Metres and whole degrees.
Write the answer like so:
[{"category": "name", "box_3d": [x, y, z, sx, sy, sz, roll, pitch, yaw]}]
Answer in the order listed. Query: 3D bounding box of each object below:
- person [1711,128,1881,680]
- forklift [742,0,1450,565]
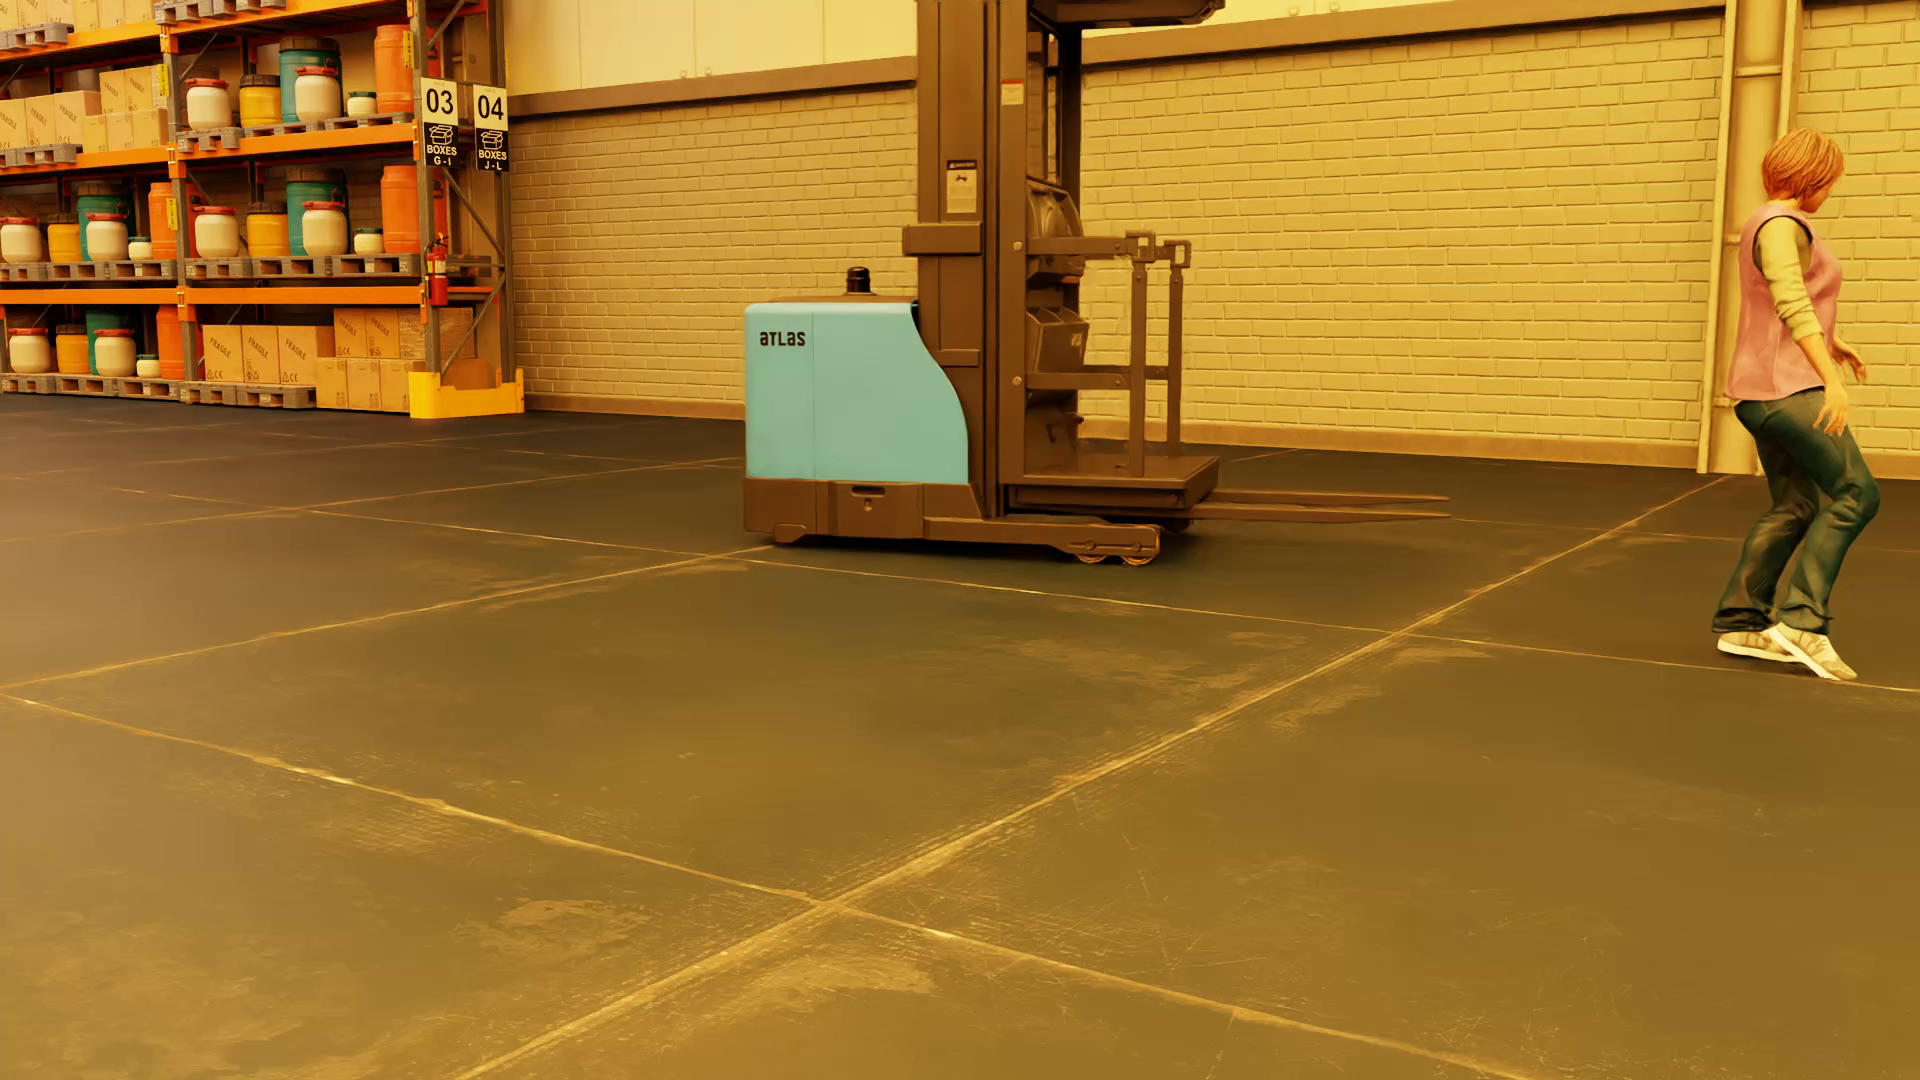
[{"category": "person", "box_3d": [2.490, -0.393, 4.923, 0.422, 1.596, 0.774, 3, 9, 23]}, {"category": "forklift", "box_3d": [0.608, -1.429, 7.245, 3.031, 2.935, 1.130, 2, 8, 16]}]
